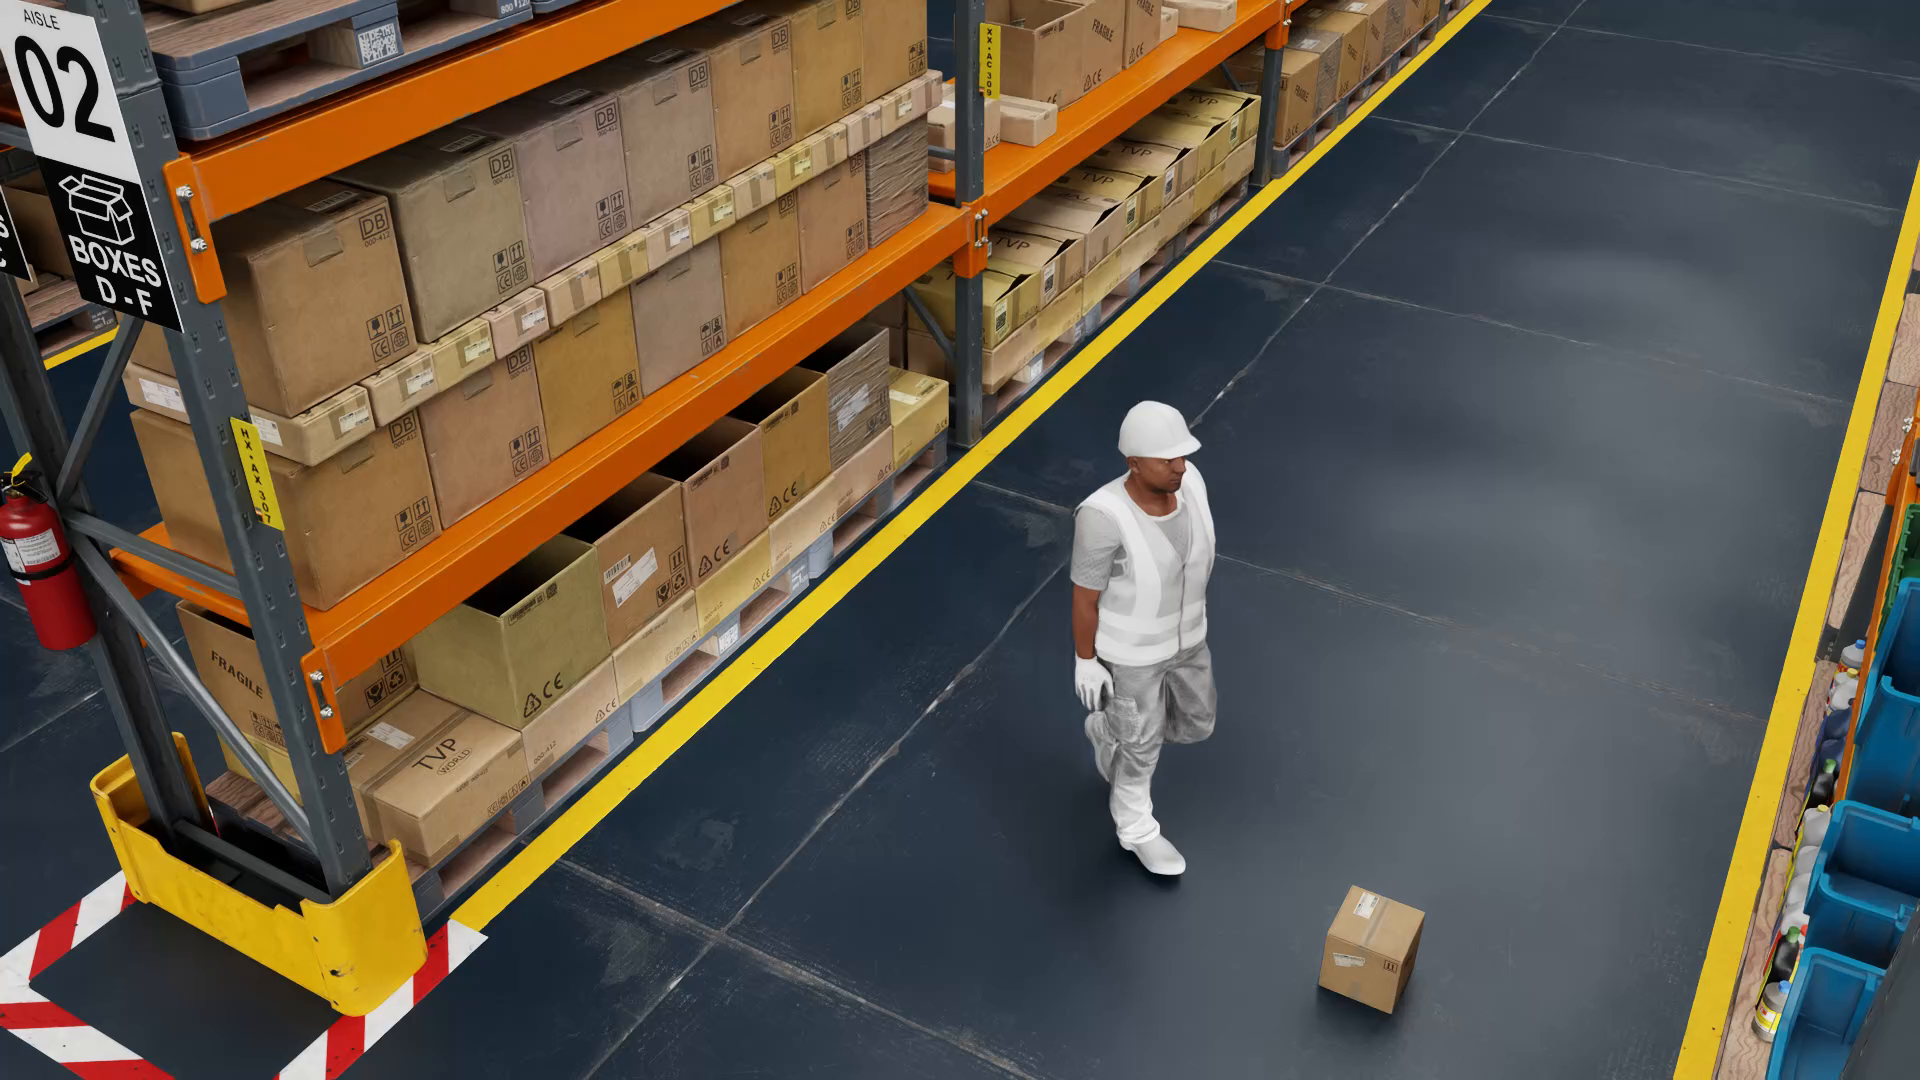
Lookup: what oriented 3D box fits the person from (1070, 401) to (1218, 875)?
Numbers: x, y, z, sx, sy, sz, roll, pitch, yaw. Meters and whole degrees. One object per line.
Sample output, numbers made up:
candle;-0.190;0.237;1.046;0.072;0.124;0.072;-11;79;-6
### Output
person;0.623;0.319;5.621;0.594;1.778;0.629;-25;41;-32
